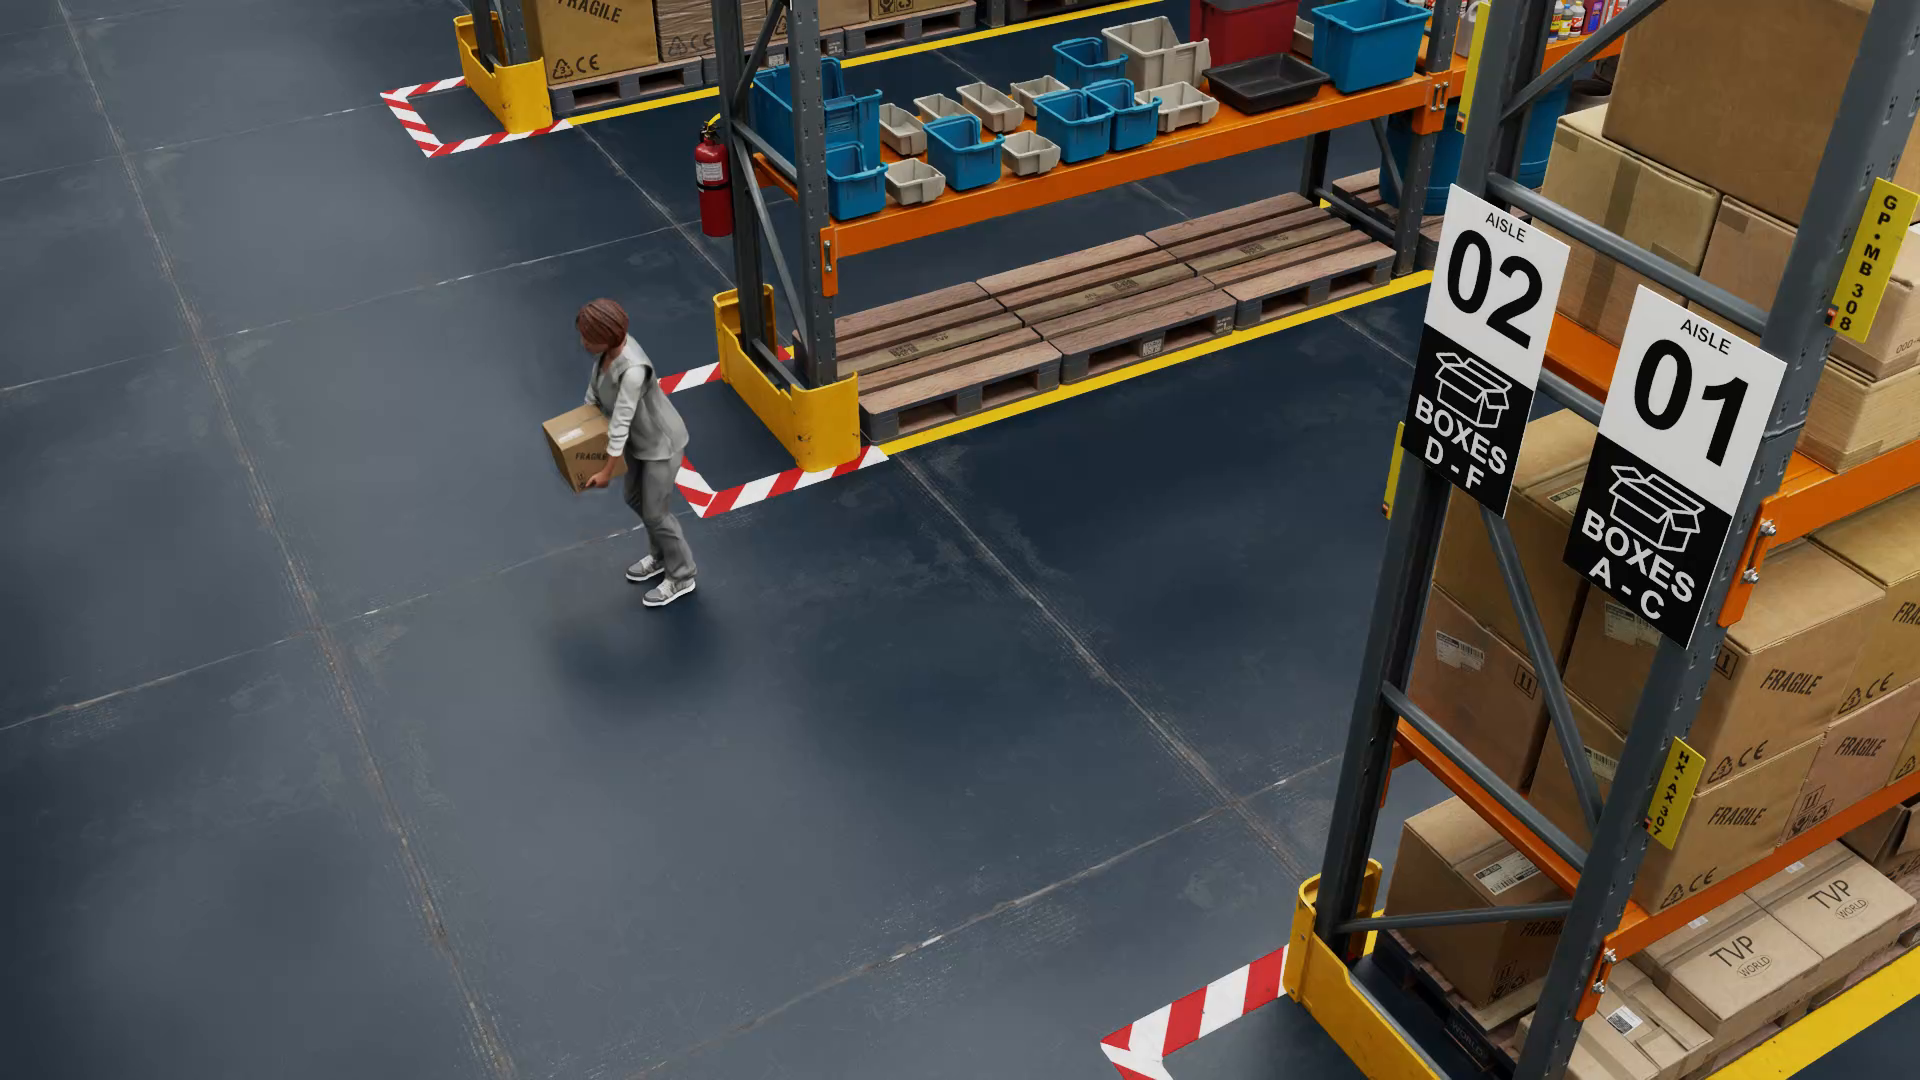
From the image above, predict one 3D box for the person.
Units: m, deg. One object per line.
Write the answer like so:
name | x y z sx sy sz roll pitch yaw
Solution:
person | -1.480 -0.392 7.471 0.527 1.576 0.374 -20 42 -24
